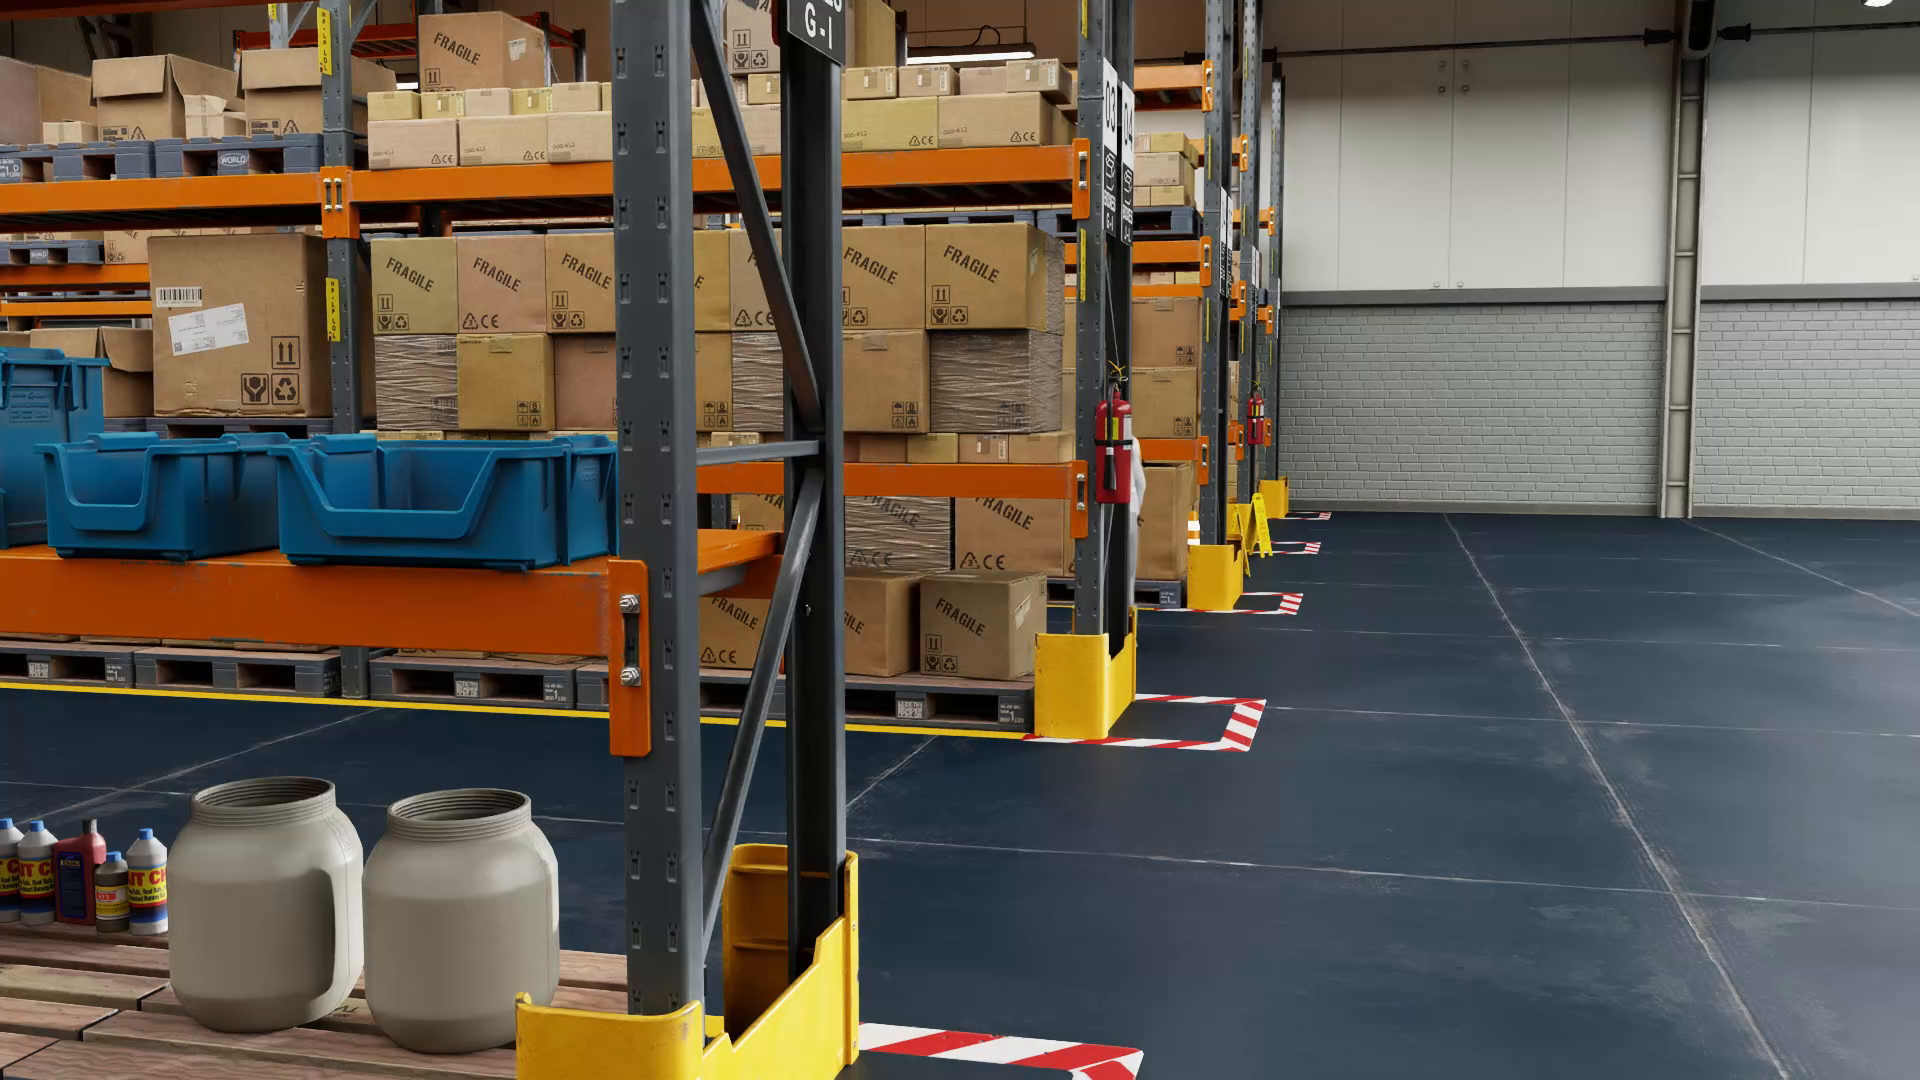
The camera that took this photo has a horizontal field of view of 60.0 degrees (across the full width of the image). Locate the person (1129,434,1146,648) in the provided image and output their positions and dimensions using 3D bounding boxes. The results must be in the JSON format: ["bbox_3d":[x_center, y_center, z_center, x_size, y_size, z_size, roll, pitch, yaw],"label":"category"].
[{"bbox_3d":[0.972,-0.136,10.734,0.453,1.691,0.523,1,5,13],"label":"person"}]
